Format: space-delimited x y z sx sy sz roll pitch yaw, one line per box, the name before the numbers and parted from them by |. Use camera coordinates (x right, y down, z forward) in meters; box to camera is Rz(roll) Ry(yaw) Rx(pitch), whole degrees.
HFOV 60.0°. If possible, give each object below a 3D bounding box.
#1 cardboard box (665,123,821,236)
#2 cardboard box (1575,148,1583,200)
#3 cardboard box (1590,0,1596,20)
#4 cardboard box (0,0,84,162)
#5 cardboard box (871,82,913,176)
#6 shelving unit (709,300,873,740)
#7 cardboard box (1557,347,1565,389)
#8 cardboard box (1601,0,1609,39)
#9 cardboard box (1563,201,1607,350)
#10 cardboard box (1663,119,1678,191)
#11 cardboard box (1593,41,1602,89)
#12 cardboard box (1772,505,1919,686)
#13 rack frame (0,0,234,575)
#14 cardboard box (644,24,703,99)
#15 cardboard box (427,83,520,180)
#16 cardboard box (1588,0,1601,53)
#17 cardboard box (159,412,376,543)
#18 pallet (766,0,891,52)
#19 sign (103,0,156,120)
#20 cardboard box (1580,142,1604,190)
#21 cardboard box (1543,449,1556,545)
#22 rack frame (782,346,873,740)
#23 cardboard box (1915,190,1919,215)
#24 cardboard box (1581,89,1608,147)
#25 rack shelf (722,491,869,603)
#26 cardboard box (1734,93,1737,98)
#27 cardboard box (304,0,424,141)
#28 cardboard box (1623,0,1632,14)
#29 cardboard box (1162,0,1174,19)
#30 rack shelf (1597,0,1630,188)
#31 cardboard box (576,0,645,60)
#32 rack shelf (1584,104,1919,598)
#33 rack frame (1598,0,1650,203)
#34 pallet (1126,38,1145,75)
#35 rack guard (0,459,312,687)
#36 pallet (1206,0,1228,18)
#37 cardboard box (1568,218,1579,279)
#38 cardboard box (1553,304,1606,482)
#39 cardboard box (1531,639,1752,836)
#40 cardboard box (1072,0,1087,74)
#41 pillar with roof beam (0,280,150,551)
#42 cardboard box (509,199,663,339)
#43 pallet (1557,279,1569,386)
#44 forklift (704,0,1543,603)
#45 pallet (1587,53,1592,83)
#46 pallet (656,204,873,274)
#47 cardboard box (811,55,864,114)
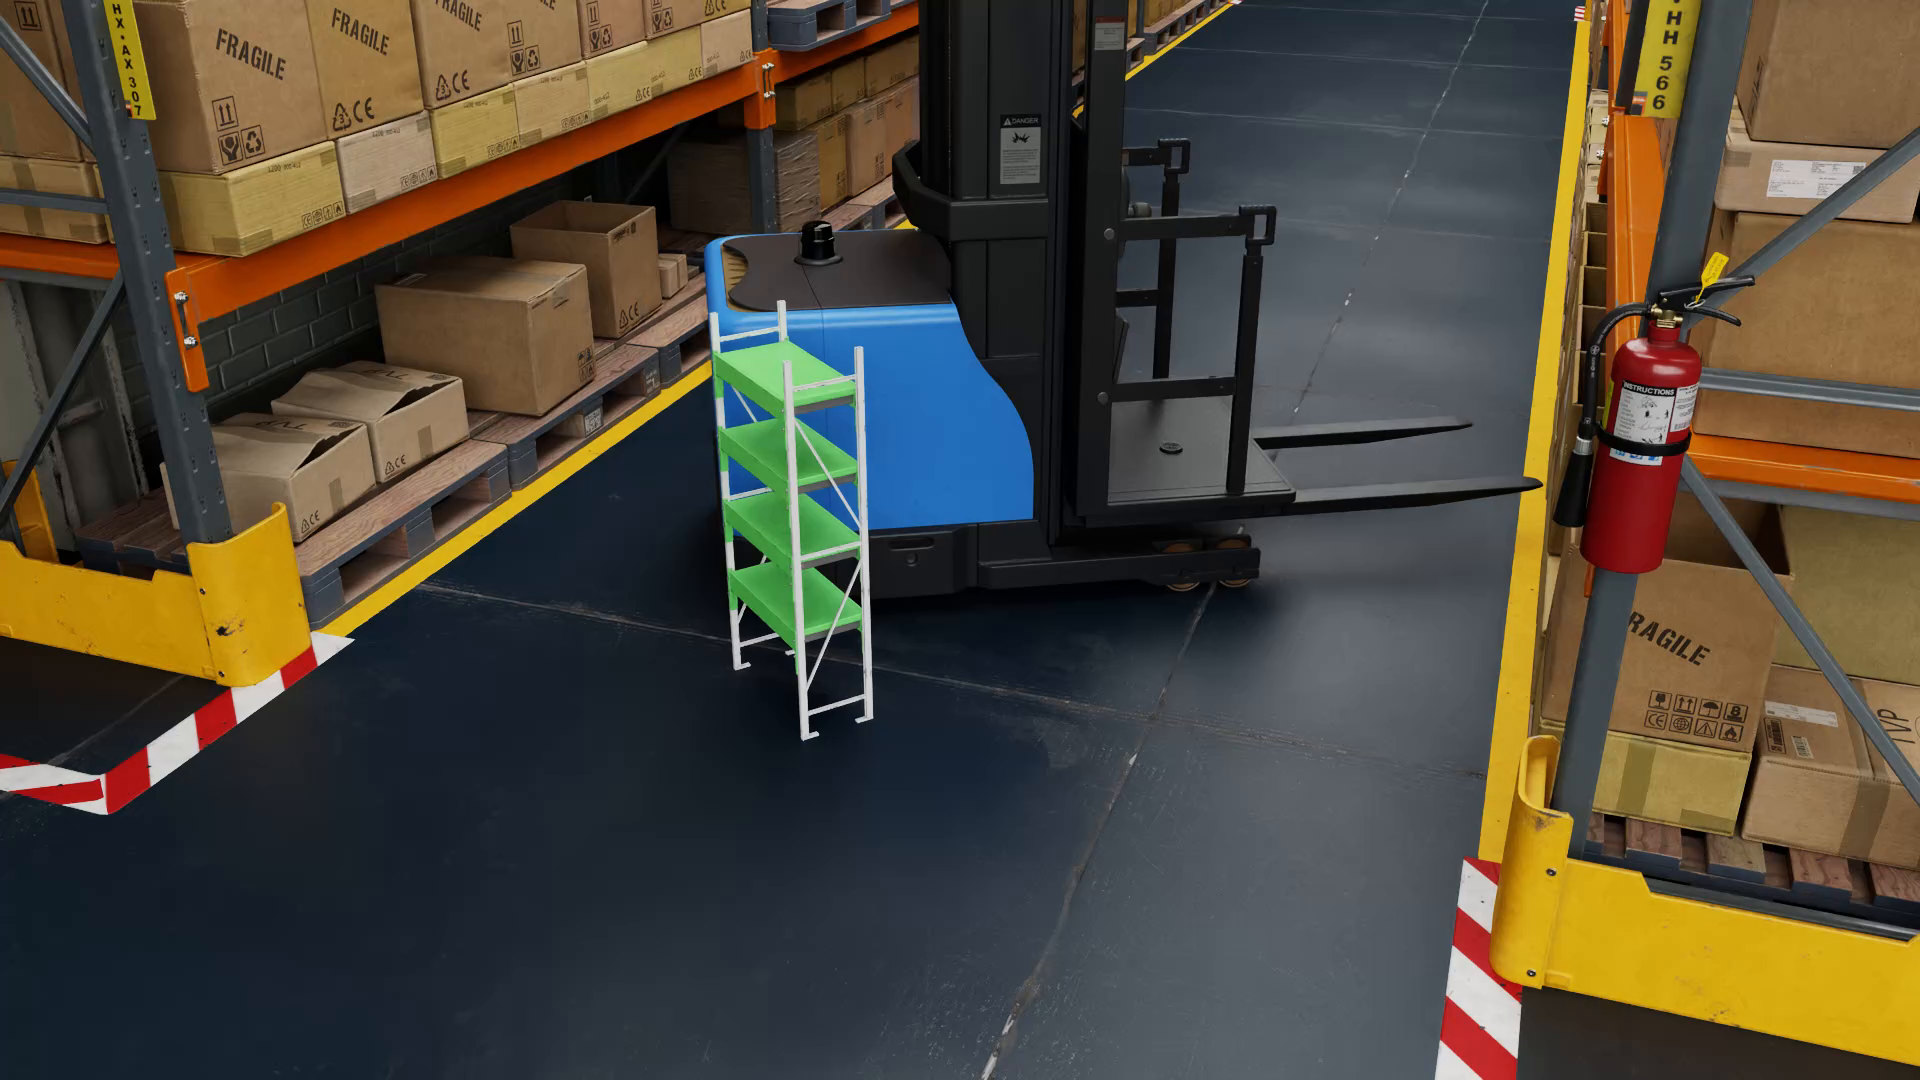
cardboard box | -1.210 -2.019 9.342 0.700 0.500 0.500 10 27 19
cardboard box | 3.946 -2.141 9.903 0.500 0.250 0.500 8 27 16
cardboard box | 6.445 -5.223 16.246 0.500 0.250 0.500 9 27 17
cardboard box | -2.814 -1.501 5.198 0.500 0.500 0.500 8 27 17
cardboard box | -0.719 -2.652 10.648 0.700 0.500 0.500 9 27 17
shelving unit | -0.501 -0.058 4.992 0.258 1.200 0.503 -15 30 -28
cardboard box | 2.793 -0.730 6.988 0.500 0.250 0.500 9 27 17
cardboard box | 5.005 -3.842 12.247 0.500 0.250 0.500 8 27 16
cardboard box | 2.783 -1.069 6.828 0.500 0.500 0.500 9 27 17
cardboard box | 2.751 -1.363 5.509 0.700 0.500 0.500 9 27 18
cardboard box | 4.826 -3.273 11.931 0.500 0.500 0.500 8 27 16
cardboard box | 2.455 0.036 4.546 0.500 0.500 0.500 9 27 17
rack frame | -2.771 -0.998 4.869 1.000 3.000 0.127 9 27 17
cardboard box | -1.485 -2.141 7.379 0.500 0.250 0.500 9 27 18
cardboard box | -1.974 -1.518 6.092 0.500 0.250 0.500 8 27 17
cardboard box | 5.817 -4.561 14.591 0.500 0.500 0.500 9 27 17
cardboard box | -2.456 -0.257 5.919 0.500 0.311 0.500 6 26 12
pallet | -1.048 -2.848 8.911 1.003 0.211 1.213 9 27 17
sign | -2.259 -1.309 4.518 0.100 0.325 0.005 9 27 17
cardboard box | 3.604 -1.962 8.890 0.500 0.311 0.500 8 27 17
cardboard box | 2.290 -0.114 5.716 0.500 0.250 0.500 9 27 17
rack frame | -0.374 0.033 4.805 0.240 1.200 0.015 -15 30 -28
cardboard box | 2.236 -0.748 3.494 0.380 0.149 0.250 9 27 17
cardboard box | 4.113 -2.600 10.207 0.500 0.311 0.500 10 27 19
rack shelf | -0.501 0.000 5.020 0.258 0.148 0.480 -15 30 -28
cardboard box | 2.020 -1.016 4.046 0.380 0.149 0.250 8 27 17
cardboard box | -2.155 -1.631 5.465 0.500 0.500 0.500 9 27 18
cardboard box | 4.084 -3.189 9.497 0.500 0.311 0.500 8 27 17
cardboard box | 1.738 -5.492 16.537 0.700 0.500 0.500 8 27 17
rack shelf | 3.899 -2.423 8.638 1.077 0.370 4.000 9 27 17
cardboard box | -1.644 -2.270 6.785 0.500 0.500 0.500 8 27 16
rack shelf | 2.567 -0.779 5.243 1.077 0.370 4.000 9 27 17
rack frame | 3.233 -1.925 6.783 1.000 3.000 0.127 9 27 17
pallet | 1.037 -4.346 14.984 1.003 0.211 1.213 9 27 17
rack guard | -2.745 0.096 5.478 1.175 0.500 0.348 9 27 17
pallet | 2.361 -5.978 18.355 1.003 0.211 1.213 9 27 17
cardboard box | 3.437 -1.507 8.593 0.500 0.250 0.500 9 27 19
cardboard box | 2.286 -0.452 5.554 0.500 0.500 0.500 9 27 17
cardboard box | 1.802 0.504 4.440 0.500 0.250 0.500 9 27 17
cardboard box | 0.557 -4.149 13.362 0.750 0.750 0.750 9 27 17
pillar with roof beam | 0.706 -3.487 3.125 9.100 9.000 0.400 9 27 17
cardboard box | -1.747 -1.282 7.820 0.500 0.500 0.500 7 27 14
pallet | 3.441 -0.978 8.028 1.003 0.211 1.213 9 27 17
forklift | 0.617 -1.362 5.699 3.031 2.935 1.130 -4 26 -8
pallet | 6.125 -4.239 14.764 1.003 0.211 1.213 9 27 17
pallet | -1.182 -1.707 9.533 1.003 0.211 1.213 9 27 17
cardboard box | -0.897 -2.753 9.997 0.500 0.250 0.500 8 27 16
